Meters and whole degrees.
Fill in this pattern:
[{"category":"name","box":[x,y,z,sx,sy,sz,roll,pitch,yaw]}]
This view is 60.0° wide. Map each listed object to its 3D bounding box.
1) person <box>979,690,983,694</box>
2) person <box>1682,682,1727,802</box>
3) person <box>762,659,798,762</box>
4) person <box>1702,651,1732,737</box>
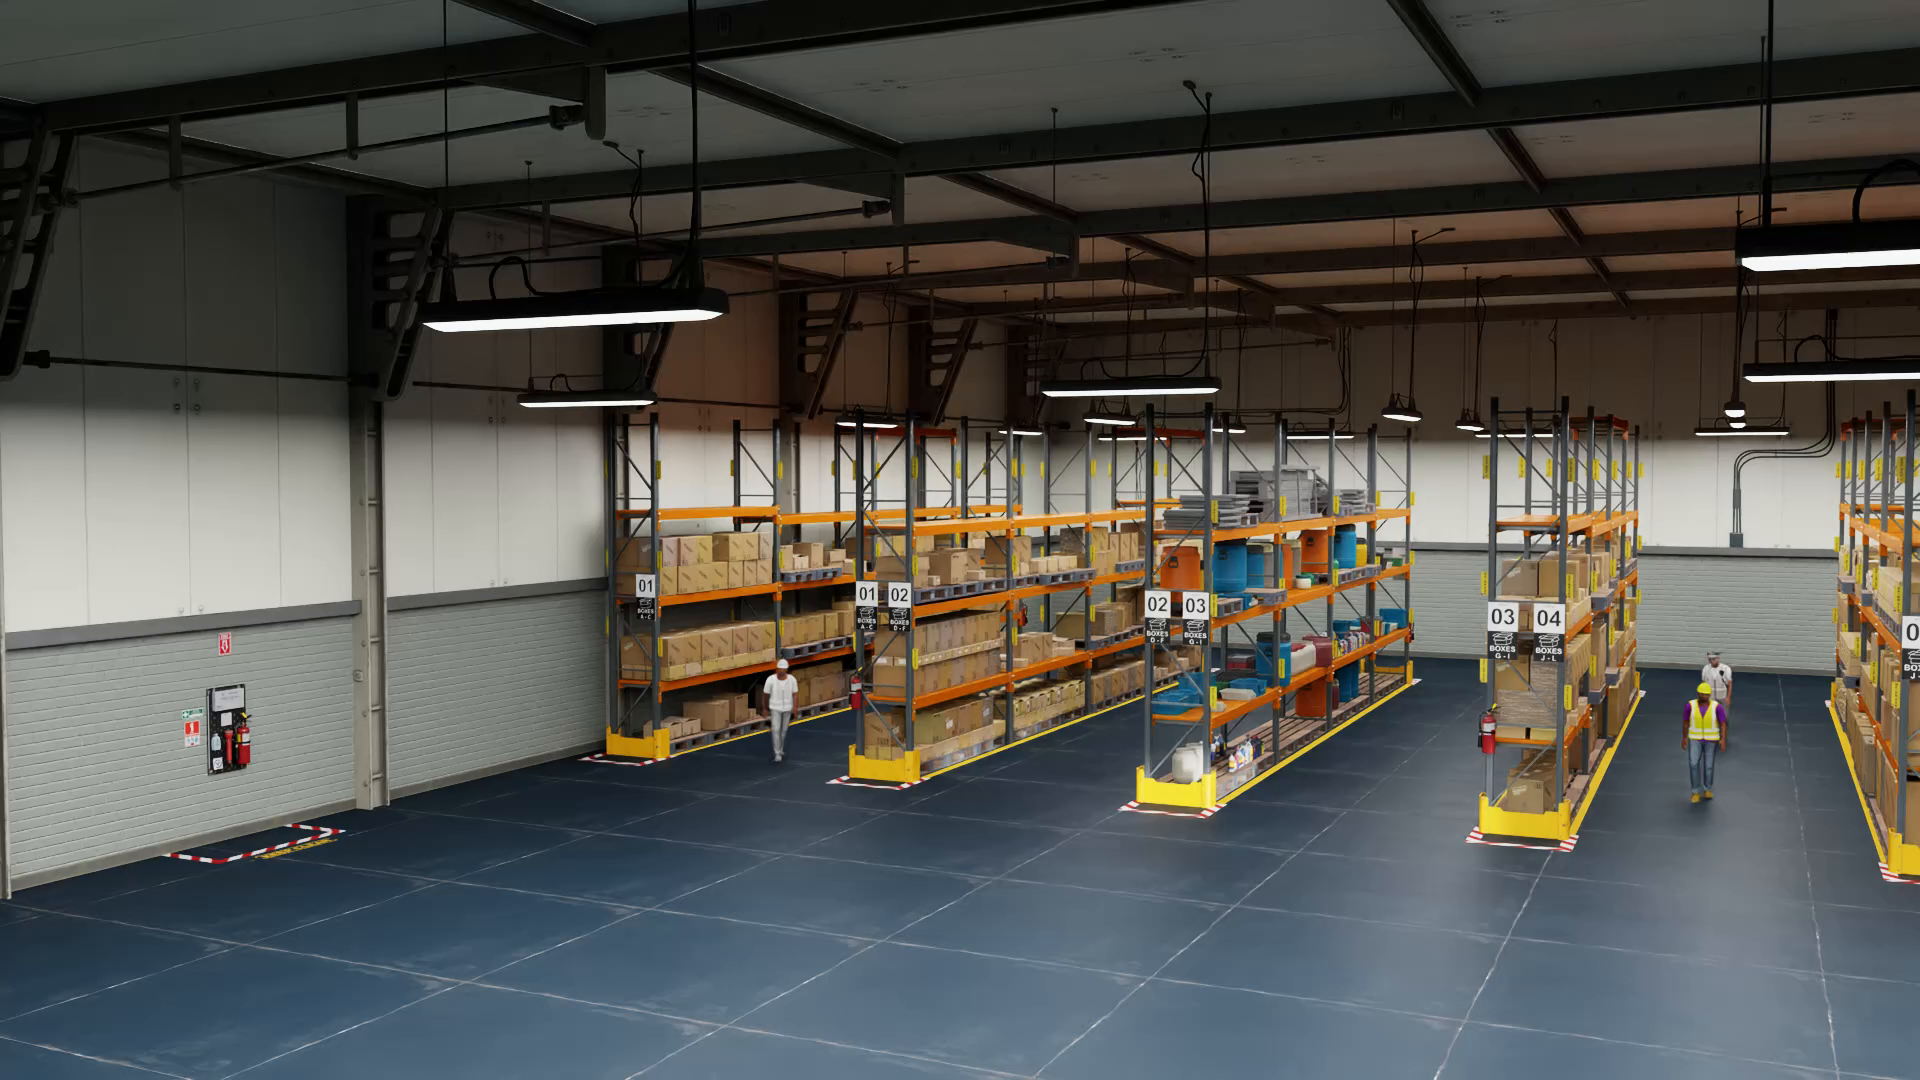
[{"category":"person","box":[0.354,2.681,35.696,0.530,1.623,0.451,2,3,37]},{"category":"person","box":[11.285,3.072,25.226,0.626,1.819,0.558,1,3,26]},{"category":"person","box":[-3.069,2.910,28.665,0.590,1.706,0.993,-1,3,-25]},{"category":"person","box":[14.047,2.881,30.879,0.527,1.633,1.025,1,3,31]}]
